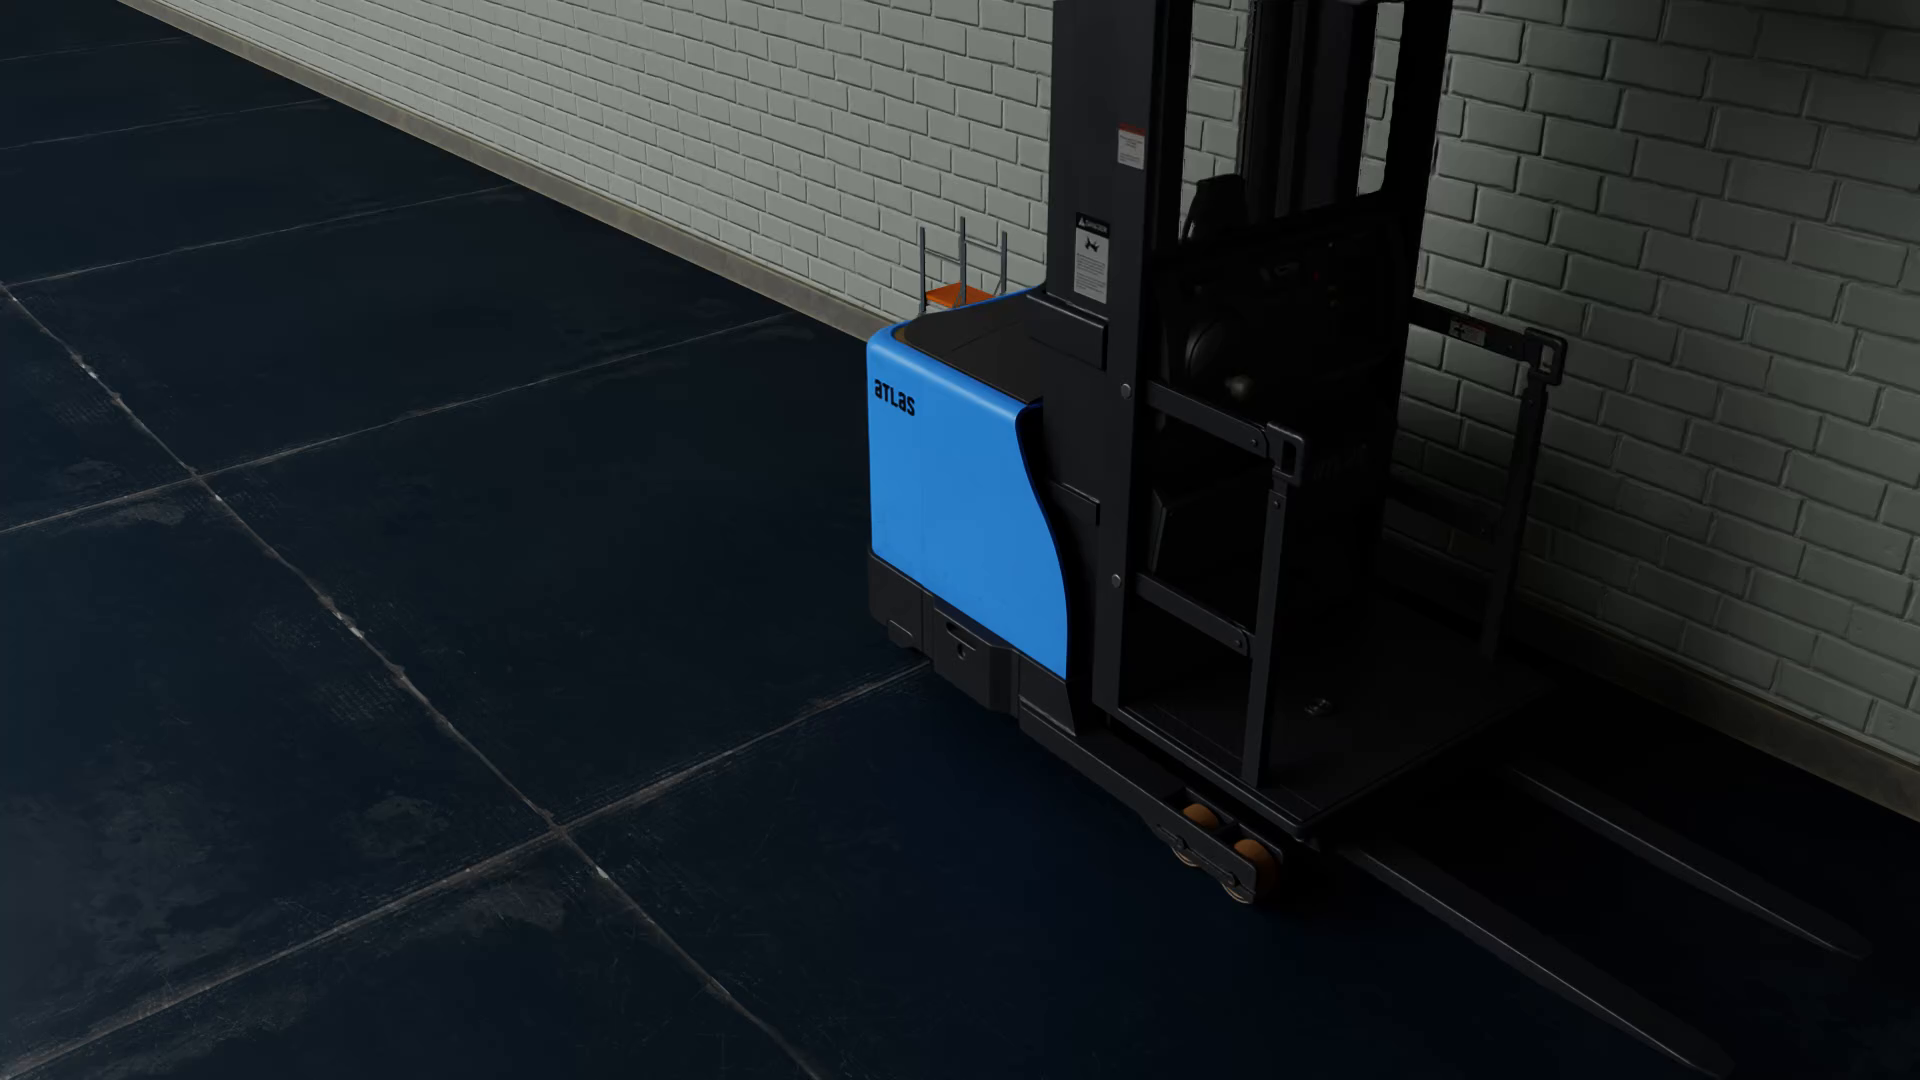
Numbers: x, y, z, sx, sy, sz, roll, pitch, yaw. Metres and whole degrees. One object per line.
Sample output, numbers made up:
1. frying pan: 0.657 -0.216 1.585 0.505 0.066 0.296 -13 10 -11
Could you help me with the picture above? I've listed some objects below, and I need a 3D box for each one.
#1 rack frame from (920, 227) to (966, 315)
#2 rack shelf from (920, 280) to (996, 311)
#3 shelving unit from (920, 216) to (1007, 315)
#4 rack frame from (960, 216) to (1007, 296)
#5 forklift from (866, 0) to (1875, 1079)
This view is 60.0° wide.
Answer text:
1. rack frame: -0.059 -0.506 5.923 0.006 1.200 0.240 -22 35 -35
2. rack shelf: 0.011 -0.812 5.827 0.180 0.103 0.258 -22 35 -35
3. shelving unit: 0.011 -0.534 5.975 0.189 1.200 0.258 -22 35 -35
4. rack frame: 0.081 -0.562 6.028 0.006 1.200 0.240 -22 35 -35
5. forklift: 0.989 -0.590 4.244 1.130 2.935 3.031 -20 34 -33
